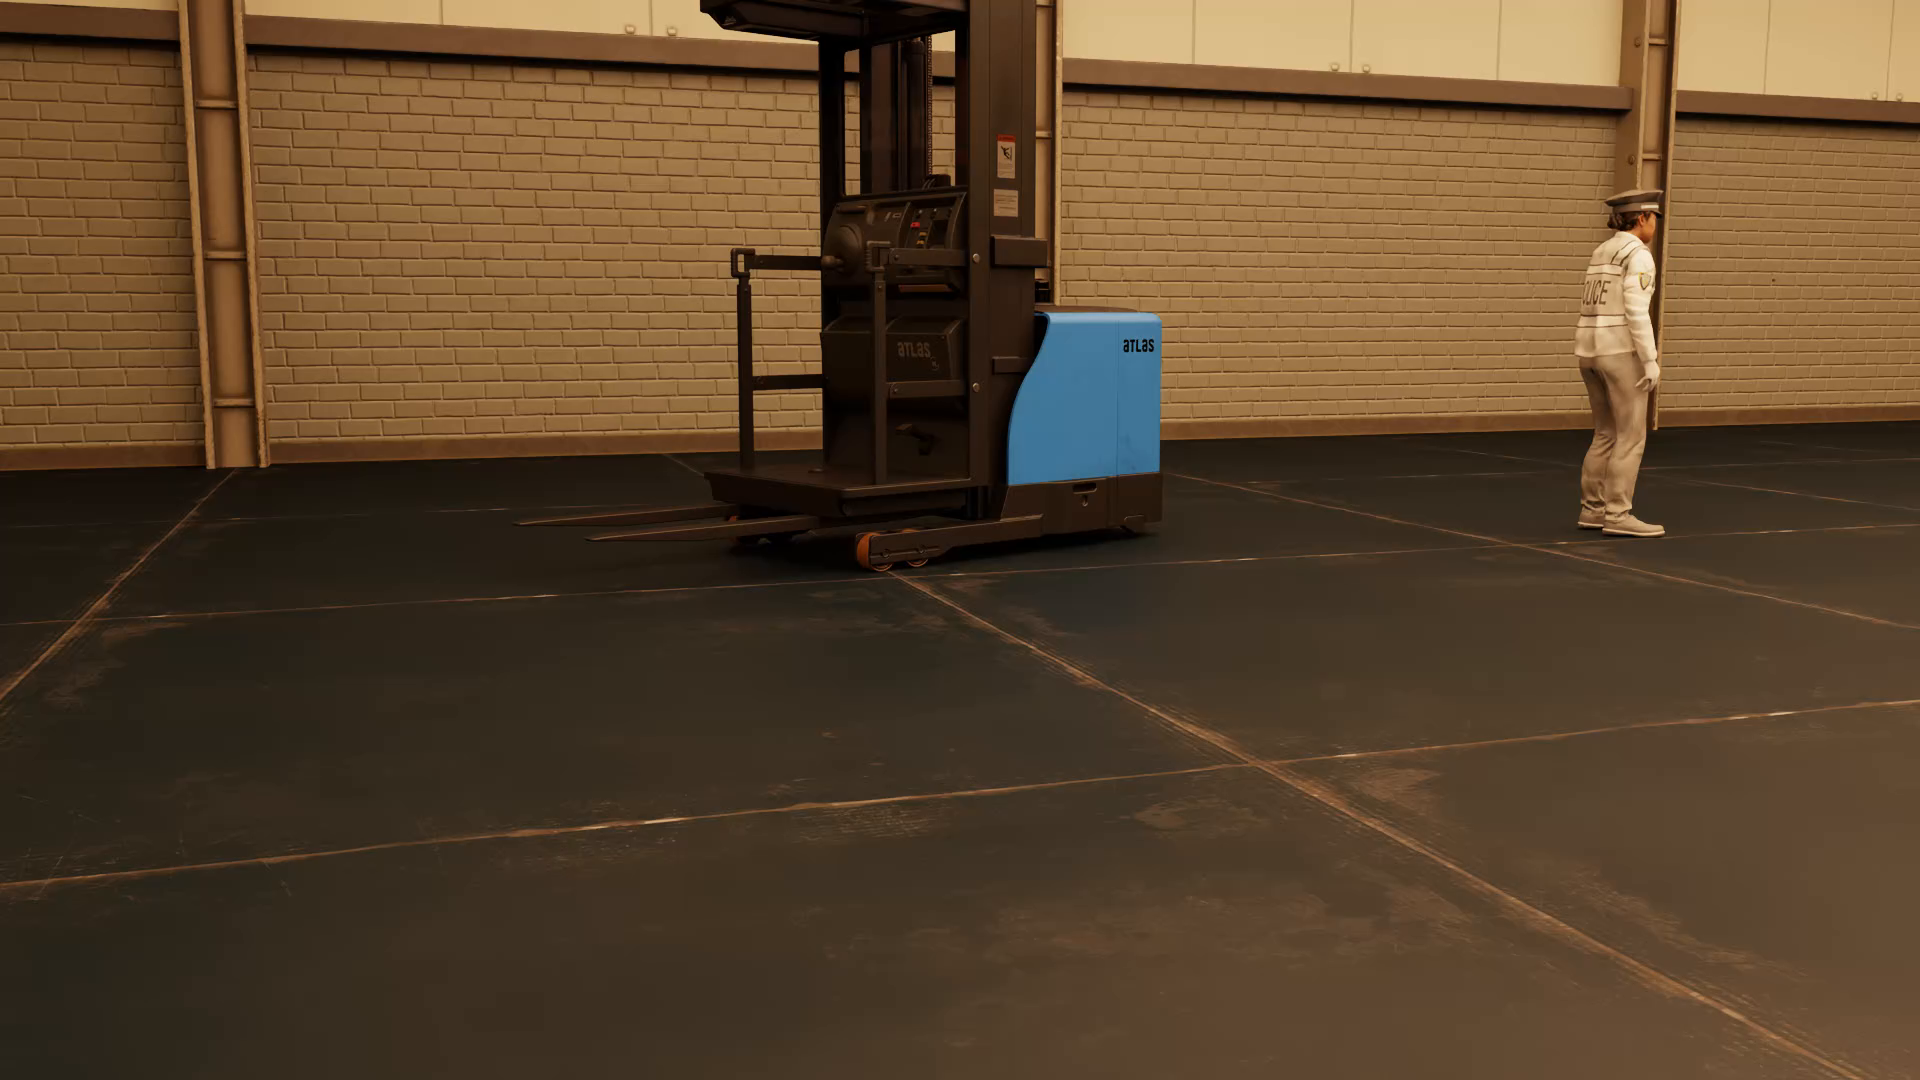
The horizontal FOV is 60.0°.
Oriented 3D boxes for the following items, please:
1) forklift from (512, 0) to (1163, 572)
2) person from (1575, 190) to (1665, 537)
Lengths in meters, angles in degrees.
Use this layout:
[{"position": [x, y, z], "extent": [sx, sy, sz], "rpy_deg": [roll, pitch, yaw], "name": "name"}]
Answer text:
[{"position": [-0.461, -1.399, 7.333], "extent": [3.031, 2.935, 1.130], "rpy_deg": [-7, 10, -40], "name": "forklift"}, {"position": [3.222, -0.868, 8.138], "extent": [0.373, 1.665, 0.543], "rpy_deg": [-1, 8, -6], "name": "person"}]
